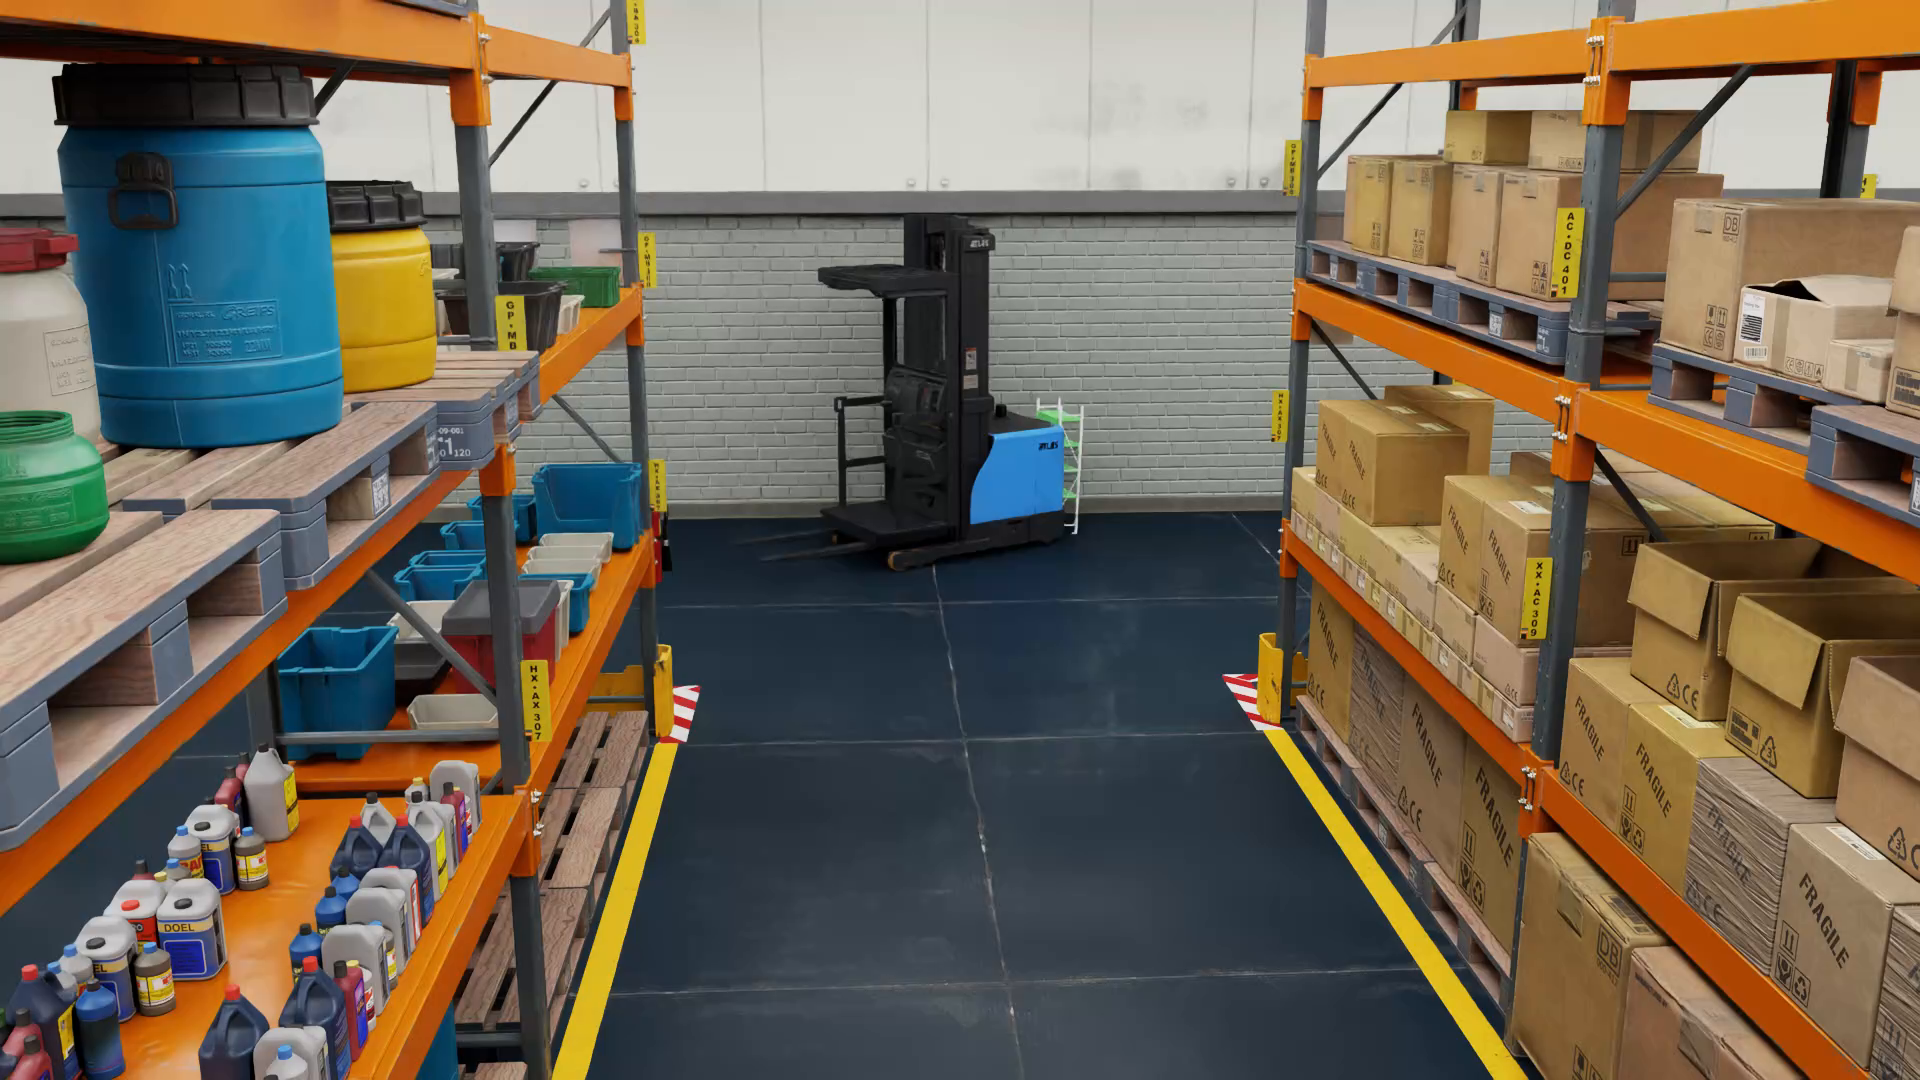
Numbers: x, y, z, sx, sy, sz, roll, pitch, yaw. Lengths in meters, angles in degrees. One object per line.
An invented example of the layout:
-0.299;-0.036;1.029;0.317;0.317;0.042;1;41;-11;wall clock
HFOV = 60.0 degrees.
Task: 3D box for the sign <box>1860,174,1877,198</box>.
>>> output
3.331;-1.190;6.167;0.100;0.325;0.005;-1;14;-3;sign

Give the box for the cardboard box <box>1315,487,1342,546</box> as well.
2.341;-0.137;9.468;0.500;0.250;0.500;-1;14;-4;cardboard box

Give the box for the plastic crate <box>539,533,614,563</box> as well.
-2.170;0.057;9.419;0.396;0.136;0.243;-1;14;-3;plastic crate

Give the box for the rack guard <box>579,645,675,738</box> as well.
-2.416;0.963;10.505;1.175;0.500;0.348;-1;14;-3;rack guard

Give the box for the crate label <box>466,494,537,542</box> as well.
-2.715;-0.124;9.926;0.416;0.233;0.303;-1;14;-3;crate label

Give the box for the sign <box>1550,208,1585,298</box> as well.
2.236;-1.056;6.119;0.100;0.325;0.005;-1;14;-3;sign

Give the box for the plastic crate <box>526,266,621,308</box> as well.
-2.055;-1.351;8.888;0.450;0.188;0.336;-1;14;-3;plastic crate

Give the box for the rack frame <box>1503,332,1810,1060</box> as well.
2.790;0.676;6.602;1.000;3.000;0.127;-1;14;-3;rack frame

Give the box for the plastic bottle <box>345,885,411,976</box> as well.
-1.744;1.156;4.988;0.152;0.276;0.135;-1;14;-3;plastic bottle

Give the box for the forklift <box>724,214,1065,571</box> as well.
-0.564;-1.301;14.425;3.031;2.935;1.130;-9;17;-32;forklift

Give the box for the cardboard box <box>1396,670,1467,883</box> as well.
2.773;1.113;8.327;0.875;0.875;0.875;-1;14;-3;cardboard box

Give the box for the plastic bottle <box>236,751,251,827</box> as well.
-2.557;0.907;5.939;0.061;0.283;0.133;-1;14;-3;plastic bottle

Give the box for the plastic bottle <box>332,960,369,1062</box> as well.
-1.670;1.266;4.542;0.061;0.283;0.133;-1;14;-3;plastic bottle

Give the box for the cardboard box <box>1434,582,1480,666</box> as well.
2.466;0.370;7.495;0.500;0.250;0.500;0;14;-2;cardboard box

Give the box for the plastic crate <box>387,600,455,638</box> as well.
-2.562;0.423;7.995;0.293;0.136;0.466;-1;14;-3;plastic crate

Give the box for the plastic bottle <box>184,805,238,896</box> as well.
-2.483;1.025;5.496;0.152;0.276;0.135;-1;14;-3;plastic bottle

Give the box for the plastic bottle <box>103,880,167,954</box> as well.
-2.448;1.164;4.955;0.152;0.276;0.135;-1;14;-3;plastic bottle

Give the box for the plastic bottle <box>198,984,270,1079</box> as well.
-1.845;1.310;4.238;0.144;0.351;0.185;-1;14;-3;plastic bottle

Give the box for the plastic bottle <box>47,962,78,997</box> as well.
-2.448;1.277;4.524;0.097;0.271;0.097;0;14;0;plastic bottle

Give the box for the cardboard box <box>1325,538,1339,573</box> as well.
2.285;0.089;9.390;0.380;0.149;0.250;-1;14;-4;cardboard box

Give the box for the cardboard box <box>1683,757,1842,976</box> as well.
2.631;0.996;5.160;0.500;0.500;0.500;-1;14;-5;cardboard box

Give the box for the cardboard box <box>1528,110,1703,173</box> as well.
2.738;-1.674;6.967;0.500;0.250;0.500;-2;15;-7;cardboard box

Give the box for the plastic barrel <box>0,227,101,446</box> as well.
-2.166;-0.413;3.700;0.433;0.535;0.433;0;14;0;plastic barrel

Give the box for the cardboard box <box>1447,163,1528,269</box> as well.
2.762;-1.536;7.938;0.700;0.500;0.500;0;14;-1;cardboard box

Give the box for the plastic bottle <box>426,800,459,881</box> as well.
-1.784;0.997;5.606;0.152;0.276;0.135;-1;14;-3;plastic bottle

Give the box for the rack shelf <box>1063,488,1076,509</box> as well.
0.895;-0.398;15.589;0.258;0.148;0.480;-4;15;-22;rack shelf

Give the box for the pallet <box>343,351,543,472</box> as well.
-2.008;-0.415;5.203;1.213;0.211;1.003;-1;14;-3;pallet

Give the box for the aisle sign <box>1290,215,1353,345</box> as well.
2.238;-1.591;10.196;0.394;0.787;0.004;-1;14;-3;aisle sign

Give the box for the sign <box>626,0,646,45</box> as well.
-1.854;-3.004;9.513;0.100;0.325;0.005;-1;14;-3;sign

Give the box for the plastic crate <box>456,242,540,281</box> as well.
-2.656;-1.531;9.425;0.497;0.269;0.590;-1;14;-3;plastic crate

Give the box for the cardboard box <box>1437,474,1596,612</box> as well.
2.467;0.007;7.403;0.500;0.500;0.500;-1;14;-3;cardboard box

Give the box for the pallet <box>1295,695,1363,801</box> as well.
2.670;1.230;10.048;1.003;0.211;1.213;-1;14;-3;pallet

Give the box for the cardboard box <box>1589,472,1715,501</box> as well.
2.992;-0.004;7.445;0.500;0.500;0.500;-1;14;-3;cardboard box

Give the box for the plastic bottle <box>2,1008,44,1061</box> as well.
-2.387;1.346;4.235;0.061;0.283;0.133;-1;14;-3;plastic bottle

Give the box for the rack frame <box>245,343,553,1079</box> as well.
-2.154;0.753;6.305;1.000;3.000;0.127;-1;14;-3;rack frame

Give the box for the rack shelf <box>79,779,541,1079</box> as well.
-2.030;1.598;4.461;1.077;0.370;4.000;-1;14;-3;rack shelf

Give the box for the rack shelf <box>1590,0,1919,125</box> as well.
2.914;-1.190;4.061;1.077;0.370;4.000;-1;14;-3;rack shelf

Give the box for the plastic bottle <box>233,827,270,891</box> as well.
-2.359;1.054;5.531;0.097;0.201;0.097;0;14;0;plastic bottle

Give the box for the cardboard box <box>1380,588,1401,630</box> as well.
2.349;0.344;8.397;0.380;0.149;0.250;-1;14;-3;cardboard box

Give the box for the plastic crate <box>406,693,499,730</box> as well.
-2.040;0.733;6.789;0.396;0.136;0.243;-1;14;-3;plastic crate

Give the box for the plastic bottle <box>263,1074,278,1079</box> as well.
-1.636;1.403;4.010;0.061;0.283;0.133;-1;14;-3;plastic bottle

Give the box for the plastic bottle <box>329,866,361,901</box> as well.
-1.876;1.131;5.093;0.097;0.271;0.097;0;14;0;plastic bottle

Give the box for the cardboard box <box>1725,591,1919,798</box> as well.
2.868;0.472;5.184;0.797;0.503;0.637;-1;14;-3;cardboard box

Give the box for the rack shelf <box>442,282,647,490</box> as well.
-2.278;-0.849;7.954;1.077;0.370;4.000;-1;14;-3;rack shelf

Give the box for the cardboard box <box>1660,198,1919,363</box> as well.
2.836;-0.884;5.604;0.700;0.500;0.500;-1;14;-2;cardboard box

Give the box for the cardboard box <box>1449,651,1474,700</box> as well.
2.412;0.599;7.405;0.380;0.149;0.250;-1;14;-4;cardboard box

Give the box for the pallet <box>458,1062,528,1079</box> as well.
-2.148;2.296;5.904;1.003;0.211;1.213;-1;14;-3;pallet

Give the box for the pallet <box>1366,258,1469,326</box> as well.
2.677;-1.240;8.207;1.003;0.211;1.213;-1;14;-3;pallet

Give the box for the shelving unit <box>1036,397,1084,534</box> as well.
0.906;-0.694;15.518;0.258;1.200;0.503;-4;15;-22;shelving unit
